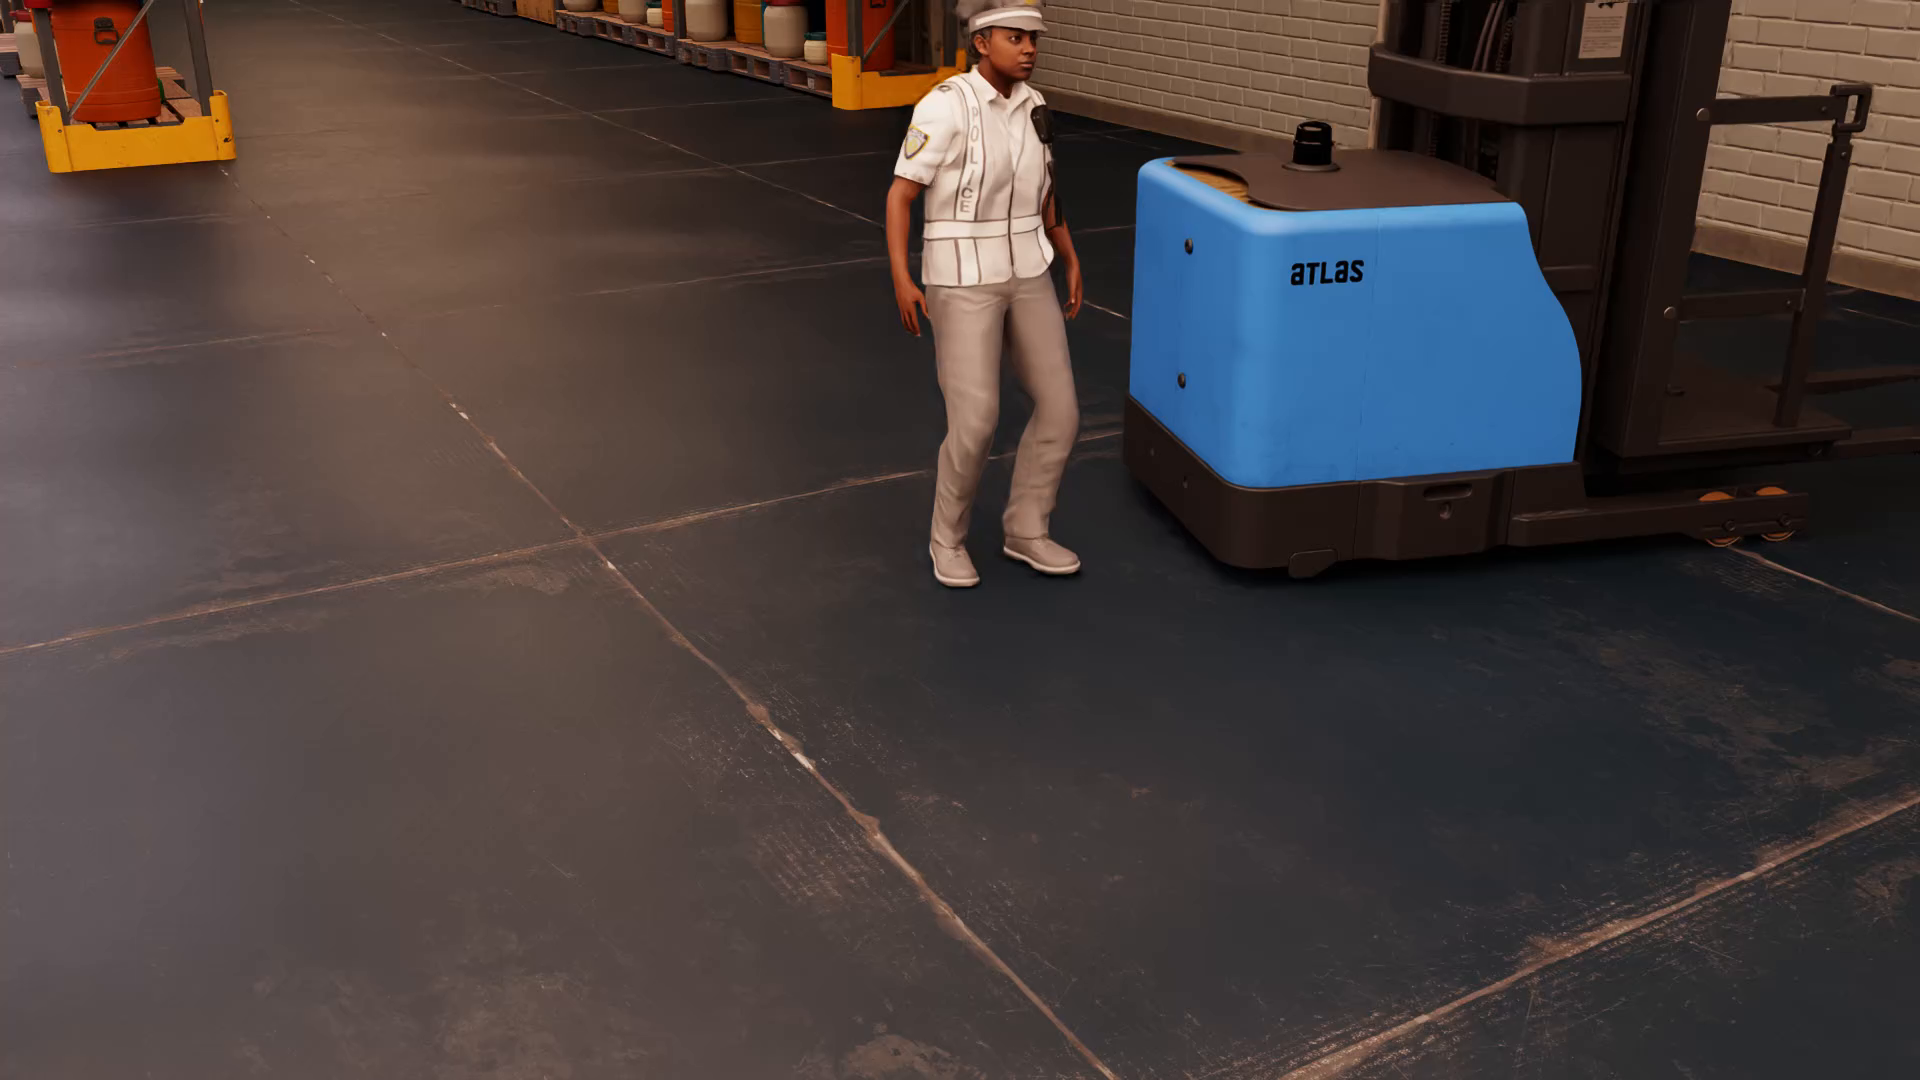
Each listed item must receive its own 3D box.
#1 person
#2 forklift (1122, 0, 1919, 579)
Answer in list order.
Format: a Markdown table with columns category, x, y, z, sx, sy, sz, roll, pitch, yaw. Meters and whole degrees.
| category | x | y | z | sx | sy | sz | roll | pitch | yaw |
| --- | --- | --- | --- | --- | --- | --- | --- | --- | --- |
| person | 0.128 | -0.704 | 4.695 | 0.672 | 1.657 | 0.521 | -15 | 27 | -32 |
| forklift | 2.119 | -1.524 | 4.988 | 3.031 | 2.935 | 1.130 | -5 | 23 | -12 |
